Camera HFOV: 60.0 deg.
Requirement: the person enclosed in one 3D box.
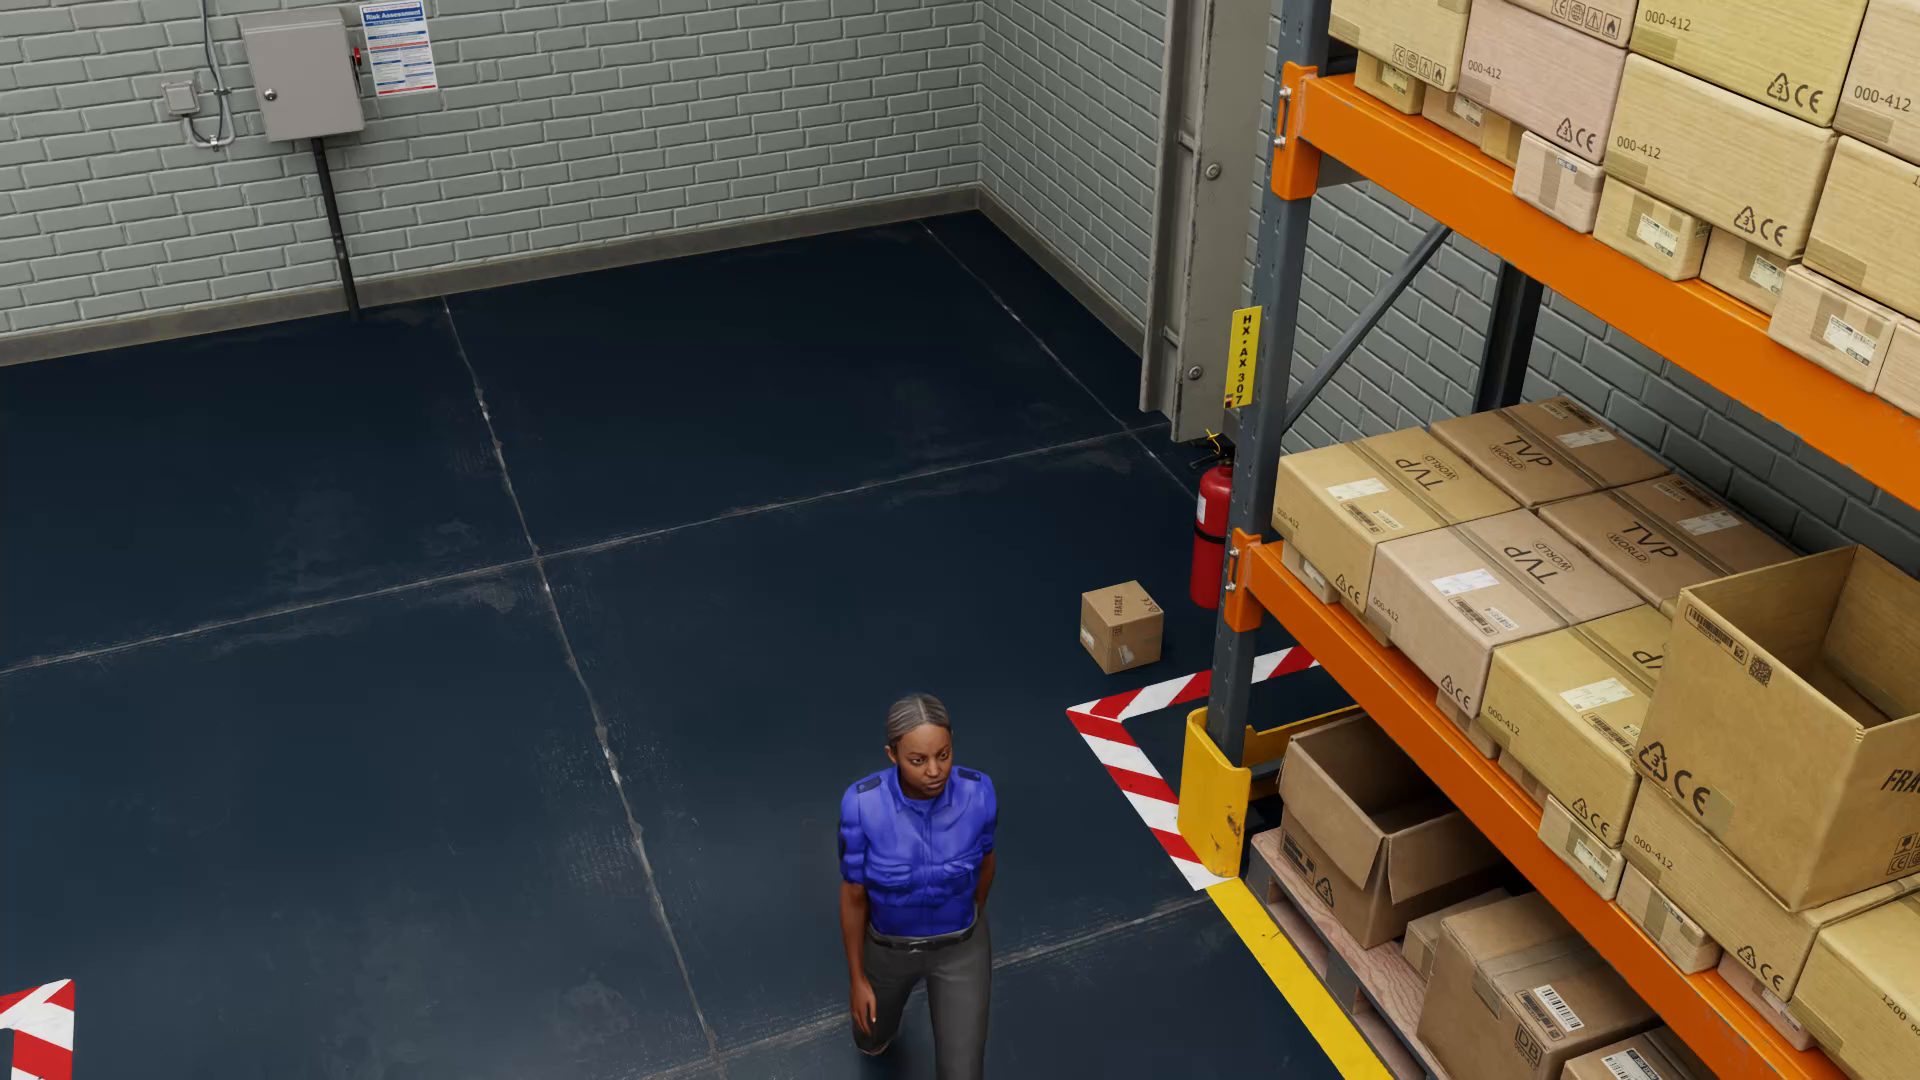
[{"bbox_3d":[-0.108,1.063,4.531,0.425,1.616,0.881,-2,34,-4],"label":"person"}]
